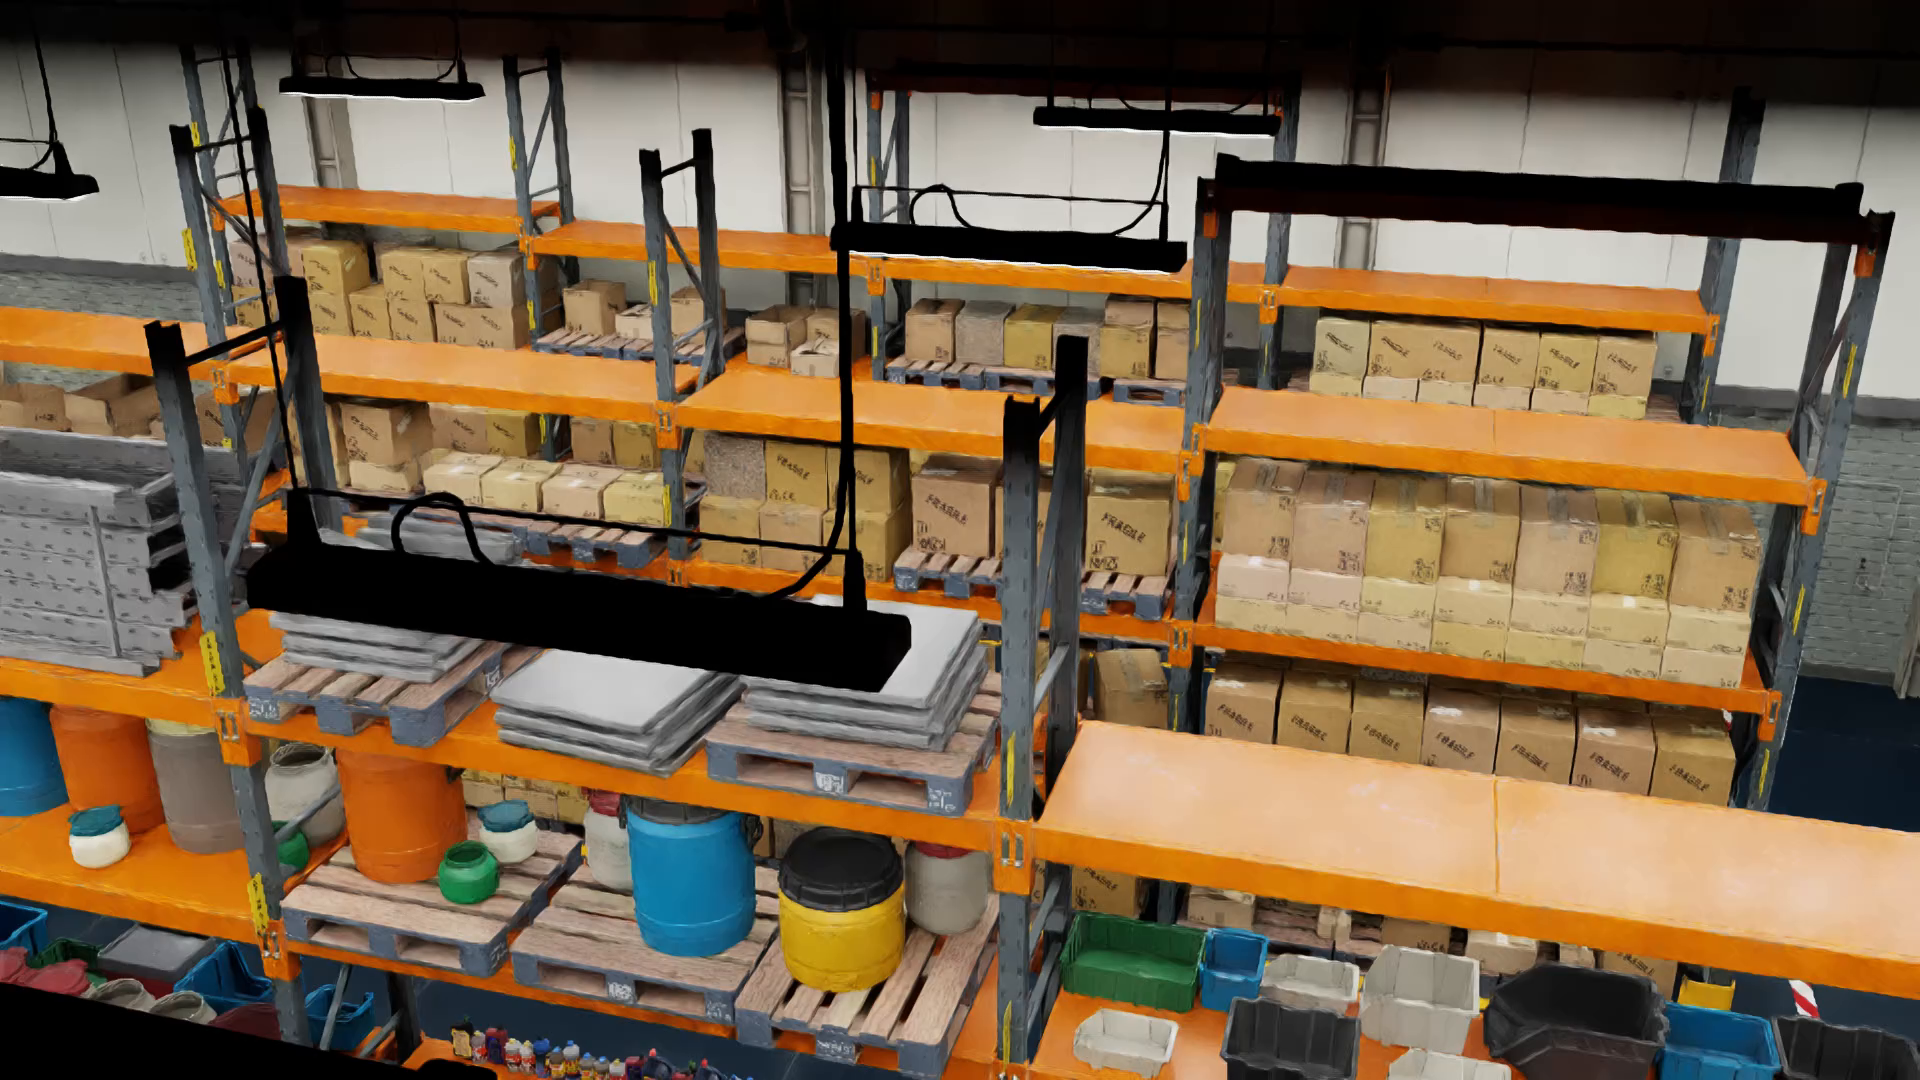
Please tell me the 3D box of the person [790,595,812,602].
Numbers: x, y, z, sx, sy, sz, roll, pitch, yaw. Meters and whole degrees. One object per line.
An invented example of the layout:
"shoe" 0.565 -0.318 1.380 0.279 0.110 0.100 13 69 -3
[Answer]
"person" -1.457 1.050 16.011 0.903 1.717 0.736 9 24 20
